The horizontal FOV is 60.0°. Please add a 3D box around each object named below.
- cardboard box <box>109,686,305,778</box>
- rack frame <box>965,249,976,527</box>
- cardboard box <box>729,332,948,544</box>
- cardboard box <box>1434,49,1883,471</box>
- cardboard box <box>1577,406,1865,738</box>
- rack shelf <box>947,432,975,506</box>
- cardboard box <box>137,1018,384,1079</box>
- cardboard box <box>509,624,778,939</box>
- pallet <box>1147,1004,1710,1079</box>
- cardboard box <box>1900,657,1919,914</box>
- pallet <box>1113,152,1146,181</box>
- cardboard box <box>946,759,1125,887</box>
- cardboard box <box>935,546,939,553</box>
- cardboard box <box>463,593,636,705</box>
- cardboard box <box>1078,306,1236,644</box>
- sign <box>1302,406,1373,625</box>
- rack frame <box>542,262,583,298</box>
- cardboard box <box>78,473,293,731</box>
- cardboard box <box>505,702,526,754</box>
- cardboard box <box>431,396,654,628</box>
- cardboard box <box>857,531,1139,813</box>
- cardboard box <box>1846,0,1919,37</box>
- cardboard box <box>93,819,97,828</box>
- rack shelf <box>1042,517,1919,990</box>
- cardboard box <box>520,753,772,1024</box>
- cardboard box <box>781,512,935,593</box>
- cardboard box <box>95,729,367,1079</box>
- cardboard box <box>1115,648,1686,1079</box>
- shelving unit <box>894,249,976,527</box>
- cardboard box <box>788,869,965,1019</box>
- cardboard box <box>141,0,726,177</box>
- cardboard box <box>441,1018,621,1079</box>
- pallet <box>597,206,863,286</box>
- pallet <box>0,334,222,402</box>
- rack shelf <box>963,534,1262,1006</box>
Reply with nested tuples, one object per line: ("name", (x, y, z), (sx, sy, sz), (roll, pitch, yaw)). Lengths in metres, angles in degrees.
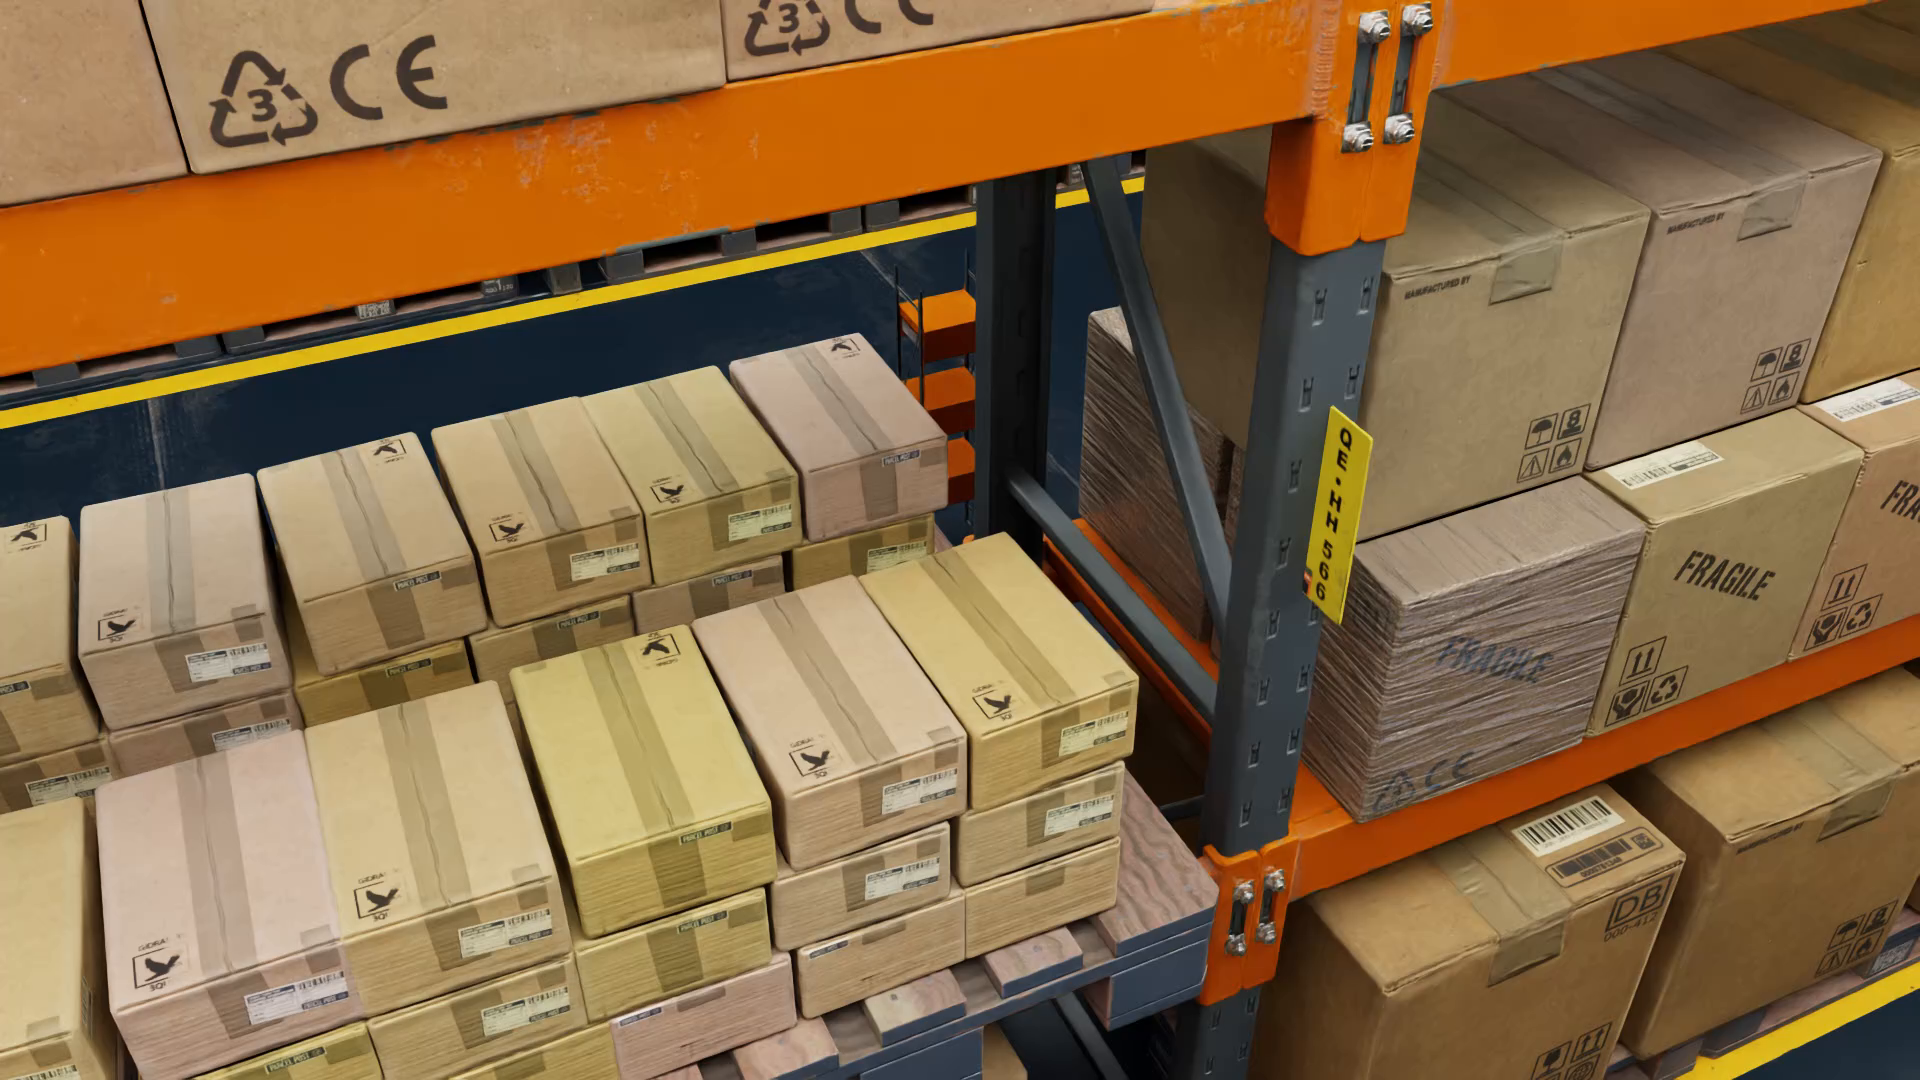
("cardboard box", (-1.168, 0.204, 2.566), (0.250, 0.149, 0.380), (-16, 39, -20))
("rack frame", (0.062, -0.439, 5.461), (0.008, 1.050, 0.200), (-16, 39, -20))
("cardboard box", (-0.210, -0.182, 2.836), (0.250, 0.149, 0.380), (-16, 39, -20))
("cardboard box", (1.162, -0.568, 3.074), (0.500, 0.500, 0.700), (-16, 40, -21))
("cardboard box", (1.274, -0.027, 3.185), (0.500, 0.500, 0.500), (-16, 39, -20))
("rack shelf", (-0.048, -0.176, 5.591), (0.240, 0.259, 0.215), (-16, 39, -20))
("cardboard box", (-0.890, 0.556, 2.091), (0.250, 0.149, 0.380), (-16, 39, -20))
("cardboard box", (-0.420, 0.304, 2.181), (0.250, 0.149, 0.380), (-14, 39, -19))
("pallet", (1.040, 1.072, 4.127), (1.213, 0.211, 1.003), (-16, 39, -20))
("cardboard box", (2.517, 0.281, 4.389), (0.750, 0.750, 1.050), (-16, 39, -20))
("pallet", (1.016, -2.227, 8.576), (1.213, 0.211, 1.003), (-16, 39, -20))
("cardboard box", (0.041, 0.295, 2.444), (0.250, 0.149, 0.380), (-15, 39, -19))
("cardboard box", (-0.197, 0.048, 3.026), (0.250, 0.149, 0.380), (-16, 40, -21))
("cardboard box", (-0.713, 0.077, 2.737), (0.250, 0.149, 0.380), (-17, 40, -21))
("cardboard box", (0.588, -0.188, 3.401), (0.500, 0.500, 0.500), (-16, 39, -20))
("sign", (0.533, -0.032, 2.369), (0.005, 0.325, 0.100), (-16, 39, -20))
("rack frame", (-1.900, -2.533, 6.647), (0.127, 3.000, 1.000), (-16, 39, -20))
("cardboard box", (-1.157, 0.082, 2.480), (0.250, 0.149, 0.380), (-14, 39, -18))
("cardboard box", (-0.683, 0.184, 2.842), (0.250, 0.149, 0.380), (-14, 39, -18))
("cardboard box", (-0.672, -0.054, 2.664), (0.250, 0.149, 0.380), (-16, 39, -20))
("cardboard box", (0.045, 0.176, 2.354), (0.250, 0.149, 0.380), (-17, 40, -22))
("cardboard box", (2.088, -0.828, 3.425), (0.500, 0.500, 0.700), (-16, 39, -20))
("cardboard box", (-1.396, 0.385, 2.572), (0.250, 0.149, 0.380), (-15, 39, -19))
("rack shelf", (2.105, -0.106, 3.979), (4.000, 0.370, 1.077), (-16, 39, -20))
("cardboard box", (-0.437, 0.431, 2.260), (0.250, 0.149, 0.380), (-15, 39, -19))
("cardboard box", (-0.228, -0.062, 2.924), (0.250, 0.149, 0.380), (-14, 39, -18))
("cardboard box", (-0.881, 0.432, 2.009), (0.250, 0.149, 0.380), (-16, 39, -20))
("cardboard box", (0.884, 0.740, 3.770), (0.750, 0.750, 1.050), (-16, 40, -21))
("shelving unit", (-0.048, -0.408, 5.419), (0.252, 1.050, 0.215), (-16, 39, -20))
("cardboard box", (-0.182, 0.478, 2.446), (0.250, 0.149, 0.380), (-16, 39, -20))
("cardboard box", (-0.562, -0.719, 1.599), (0.500, 0.500, 0.500), (-16, 39, -20))
("cardboard box", (-0.642, 0.605, 2.275), (0.250, 0.149, 0.380), (-16, 40, -21))
("pallet", (-1.192, -1.610, 7.743), (1.213, 0.211, 1.003), (-16, 39, -20))
("pallet", (-3.749, -0.947, 6.850), (1.213, 0.211, 1.003), (-16, 39, -20))
("rack shelf", (-1.516, 0.906, 2.614), (4.000, 0.370, 1.077), (-16, 39, -20))
